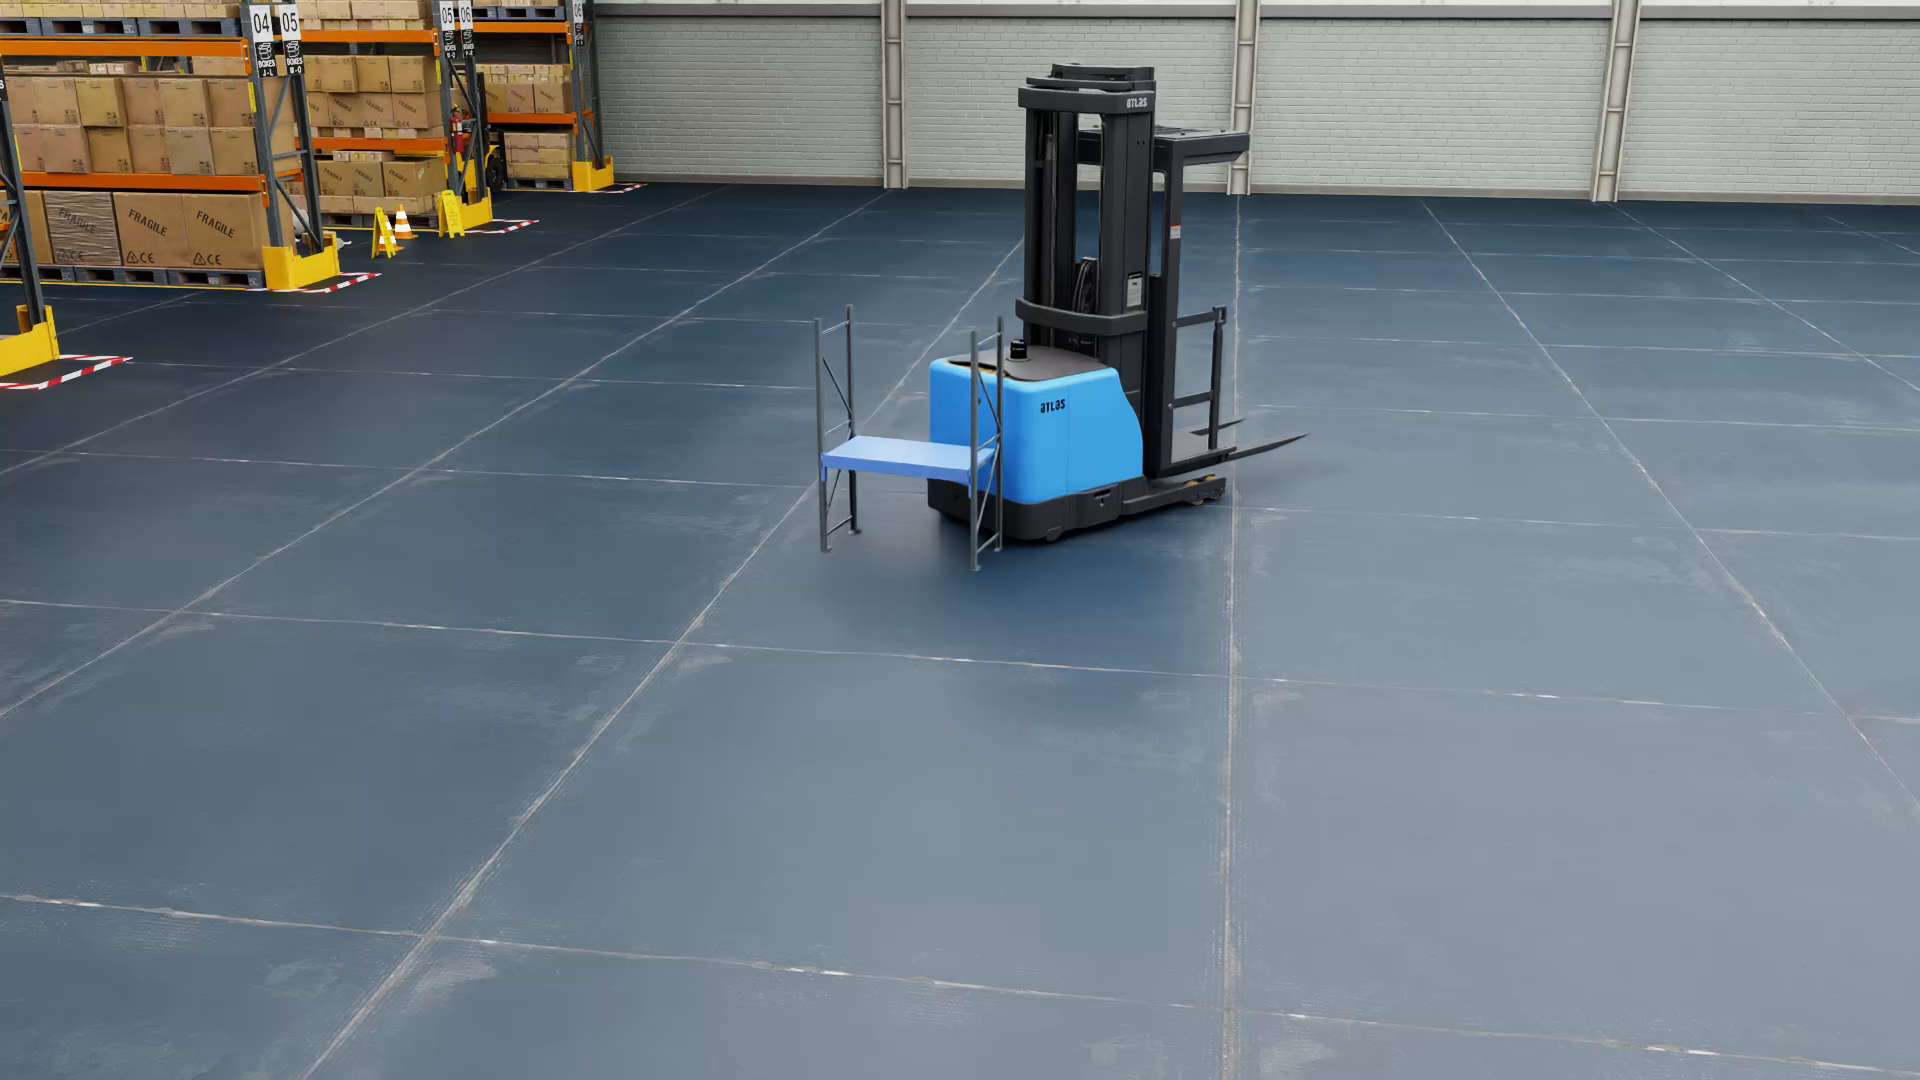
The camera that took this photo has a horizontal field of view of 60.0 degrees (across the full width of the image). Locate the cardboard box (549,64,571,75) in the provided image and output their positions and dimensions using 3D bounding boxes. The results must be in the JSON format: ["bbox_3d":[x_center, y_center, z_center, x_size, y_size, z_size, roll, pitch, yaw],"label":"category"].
[{"bbox_3d":[-6.898,-8.121,28.698,0.250,0.149,0.380,3,19,9],"label":"cardboard box"}]

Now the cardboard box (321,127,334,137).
[{"bbox_3d":[-9.204,-6.033,24.503,0.250,0.149,0.380,3,19,9],"label":"cardboard box"}]

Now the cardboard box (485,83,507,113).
[{"bbox_3d":[-8.055,-7.717,28.983,0.500,0.500,0.500,3,19,8],"label":"cardboard box"}]

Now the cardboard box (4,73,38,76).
[{"bbox_3d":[-11.570,-5.317,20.028,0.550,0.550,0.875,3,19,9],"label":"cardboard box"}]

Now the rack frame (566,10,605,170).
[{"bbox_3d":[-6.511,-7.673,29.007,0.127,3.000,1.000,3,19,9],"label":"rack frame"}]

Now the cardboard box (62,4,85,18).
[{"bbox_3d":[-10.122,-6.112,19.190,0.250,0.149,0.380,3,19,9],"label":"cardboard box"}]

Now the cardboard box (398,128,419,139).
[{"bbox_3d":[-7.965,-5.928,24.189,0.250,0.149,0.380,3,19,8],"label":"cardboard box"}]

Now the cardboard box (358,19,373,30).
[{"bbox_3d":[-8.438,-7.411,23.894,0.250,0.149,0.380,3,19,9],"label":"cardboard box"}]

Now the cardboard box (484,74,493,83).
[{"bbox_3d":[-8.168,-8.014,28.848,0.250,0.149,0.380,3,19,9],"label":"cardboard box"}]

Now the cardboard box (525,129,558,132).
[{"bbox_3d":[-7.449,-7.150,29.540,0.500,0.250,0.500,3,19,9],"label":"cardboard box"}]

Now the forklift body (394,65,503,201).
[{"bbox_3d":[-8.672,-6.794,27.719,1.214,2.155,2.313,3,19,9],"label":"forklift body"}]

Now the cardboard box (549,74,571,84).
[{"bbox_3d":[-6.898,-7.957,28.678,0.250,0.149,0.380,3,19,9],"label":"cardboard box"}]

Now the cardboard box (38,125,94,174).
[{"bbox_3d":[-10.502,-4.735,19.990,0.550,0.550,0.875,3,19,9],"label":"cardboard box"}]

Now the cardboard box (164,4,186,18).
[{"bbox_3d":[-8.864,-6.048,19.000,0.250,0.149,0.380,3,19,9],"label":"cardboard box"}]

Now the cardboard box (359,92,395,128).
[{"bbox_3d":[-8.368,-6.274,24.199,0.500,0.500,0.500,3,19,9],"label":"cardboard box"}]

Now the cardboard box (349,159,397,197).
[{"bbox_3d":[-8.643,-5.352,24.561,0.500,0.500,0.500,4,19,11],"label":"cardboard box"}]

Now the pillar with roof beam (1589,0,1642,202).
[{"bbox_3d":[10.034,-8.581,22.266,0.400,9.000,9.100,3,19,9],"label":"pillar with roof beam"}]

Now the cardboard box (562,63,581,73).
[{"bbox_3d":[-6.809,-8.253,29.092,0.250,0.149,0.380,3,19,8],"label":"cardboard box"}]

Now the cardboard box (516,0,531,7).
[{"bbox_3d":[-7.377,-9.169,28.329,0.250,0.149,0.380,2,19,7],"label":"cardboard box"}]

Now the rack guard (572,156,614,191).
[{"bbox_3d":[-6.487,-6.486,29.400,0.348,0.500,1.175,3,19,9],"label":"rack guard"}]

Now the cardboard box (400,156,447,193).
[{"bbox_3d":[-8.071,-5.497,24.993,0.500,0.500,0.500,2,19,7],"label":"cardboard box"}]

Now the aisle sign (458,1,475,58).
[{"bbox_3d":[-7.184,-7.444,24.228,0.004,0.787,0.394,3,19,9],"label":"aisle sign"}]

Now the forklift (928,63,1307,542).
[{"bbox_3d":[1.234,-1.744,11.397,3.031,2.935,1.130,-15,24,-38],"label":"forklift"}]

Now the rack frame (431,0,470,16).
[{"bbox_3d":[-7.294,-8.962,23.407,0.127,3.000,1.000,3,19,9],"label":"rack frame"}]

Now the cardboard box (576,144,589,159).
[{"bbox_3d":[-6.942,-6.894,29.563,0.500,0.250,0.500,3,19,10],"label":"cardboard box"}]

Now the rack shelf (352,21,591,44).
[{"bbox_3d":[-8.485,-8.855,28.946,4.000,0.370,1.077,3,19,9],"label":"rack shelf"}]

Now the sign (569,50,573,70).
[{"bbox_3d":[-6.611,-8.165,28.280,0.005,0.325,0.100,3,19,9],"label":"sign"}]

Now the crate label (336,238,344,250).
[{"bbox_3d":[-8.550,-4.033,22.640,0.298,0.136,0.250,-7,20,-20],"label":"crate label"}]

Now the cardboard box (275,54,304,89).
[{"bbox_3d":[-9.851,-6.825,24.272,0.500,0.500,0.700,3,19,7],"label":"cardboard box"}]

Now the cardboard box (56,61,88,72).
[{"bbox_3d":[-13.533,-7.221,25.348,0.250,0.149,0.380,2,19,6],"label":"cardboard box"}]

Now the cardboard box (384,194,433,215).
[{"bbox_3d":[-8.159,-4.970,24.602,0.500,0.250,0.500,3,19,8],"label":"cardboard box"}]

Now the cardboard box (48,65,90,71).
[{"bbox_3d":[-16.050,-8.348,30.200,0.637,0.503,0.797,2,19,7],"label":"cardboard box"}]

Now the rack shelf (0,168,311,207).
[{"bbox_3d":[-9.954,-4.321,20.124,4.000,0.370,1.077,3,19,9],"label":"rack shelf"}]

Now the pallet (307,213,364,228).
[{"bbox_3d":[-9.367,-4.913,25.154,1.213,0.211,1.003,3,19,9],"label":"pallet"}]

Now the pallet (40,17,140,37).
[{"bbox_3d":[-9.922,-6.037,19.530,1.213,0.211,1.003,3,19,9],"label":"pallet"}]

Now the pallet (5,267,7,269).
[{"bbox_3d":[-12.703,-3.456,20.799,1.213,0.211,1.003,3,19,9],"label":"pallet"}]

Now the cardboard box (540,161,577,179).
[{"bbox_3d":[-7.025,-6.493,29.152,0.500,0.250,0.500,3,19,9],"label":"cardboard box"}]

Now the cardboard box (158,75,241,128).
[{"bbox_3d":[-8.898,-5.174,19.602,0.550,0.550,0.875,3,19,9],"label":"cardboard box"}]

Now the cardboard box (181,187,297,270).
[{"bbox_3d":[-8.660,-3.767,20.020,0.875,0.875,0.875,3,19,9],"label":"cardboard box"}]

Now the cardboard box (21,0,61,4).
[{"bbox_3d":[-10.494,-6.339,19.243,0.500,0.250,0.500,3,19,8],"label":"cardboard box"}]

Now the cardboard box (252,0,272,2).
[{"bbox_3d":[-8.416,-6.405,19.440,0.500,0.250,0.500,3,19,9],"label":"cardboard box"}]

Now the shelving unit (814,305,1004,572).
[{"bbox_3d":[-0.308,-0.645,10.368,1.048,1.500,0.538,7,20,20],"label":"shelving unit"}]

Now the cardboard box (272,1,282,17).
[{"bbox_3d":[-9.850,-7.651,23.983,0.500,0.250,0.500,3,19,9],"label":"cardboard box"}]

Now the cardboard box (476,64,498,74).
[{"bbox_3d":[-8.174,-8.154,28.796,0.250,0.149,0.380,3,19,10],"label":"cardboard box"}]
